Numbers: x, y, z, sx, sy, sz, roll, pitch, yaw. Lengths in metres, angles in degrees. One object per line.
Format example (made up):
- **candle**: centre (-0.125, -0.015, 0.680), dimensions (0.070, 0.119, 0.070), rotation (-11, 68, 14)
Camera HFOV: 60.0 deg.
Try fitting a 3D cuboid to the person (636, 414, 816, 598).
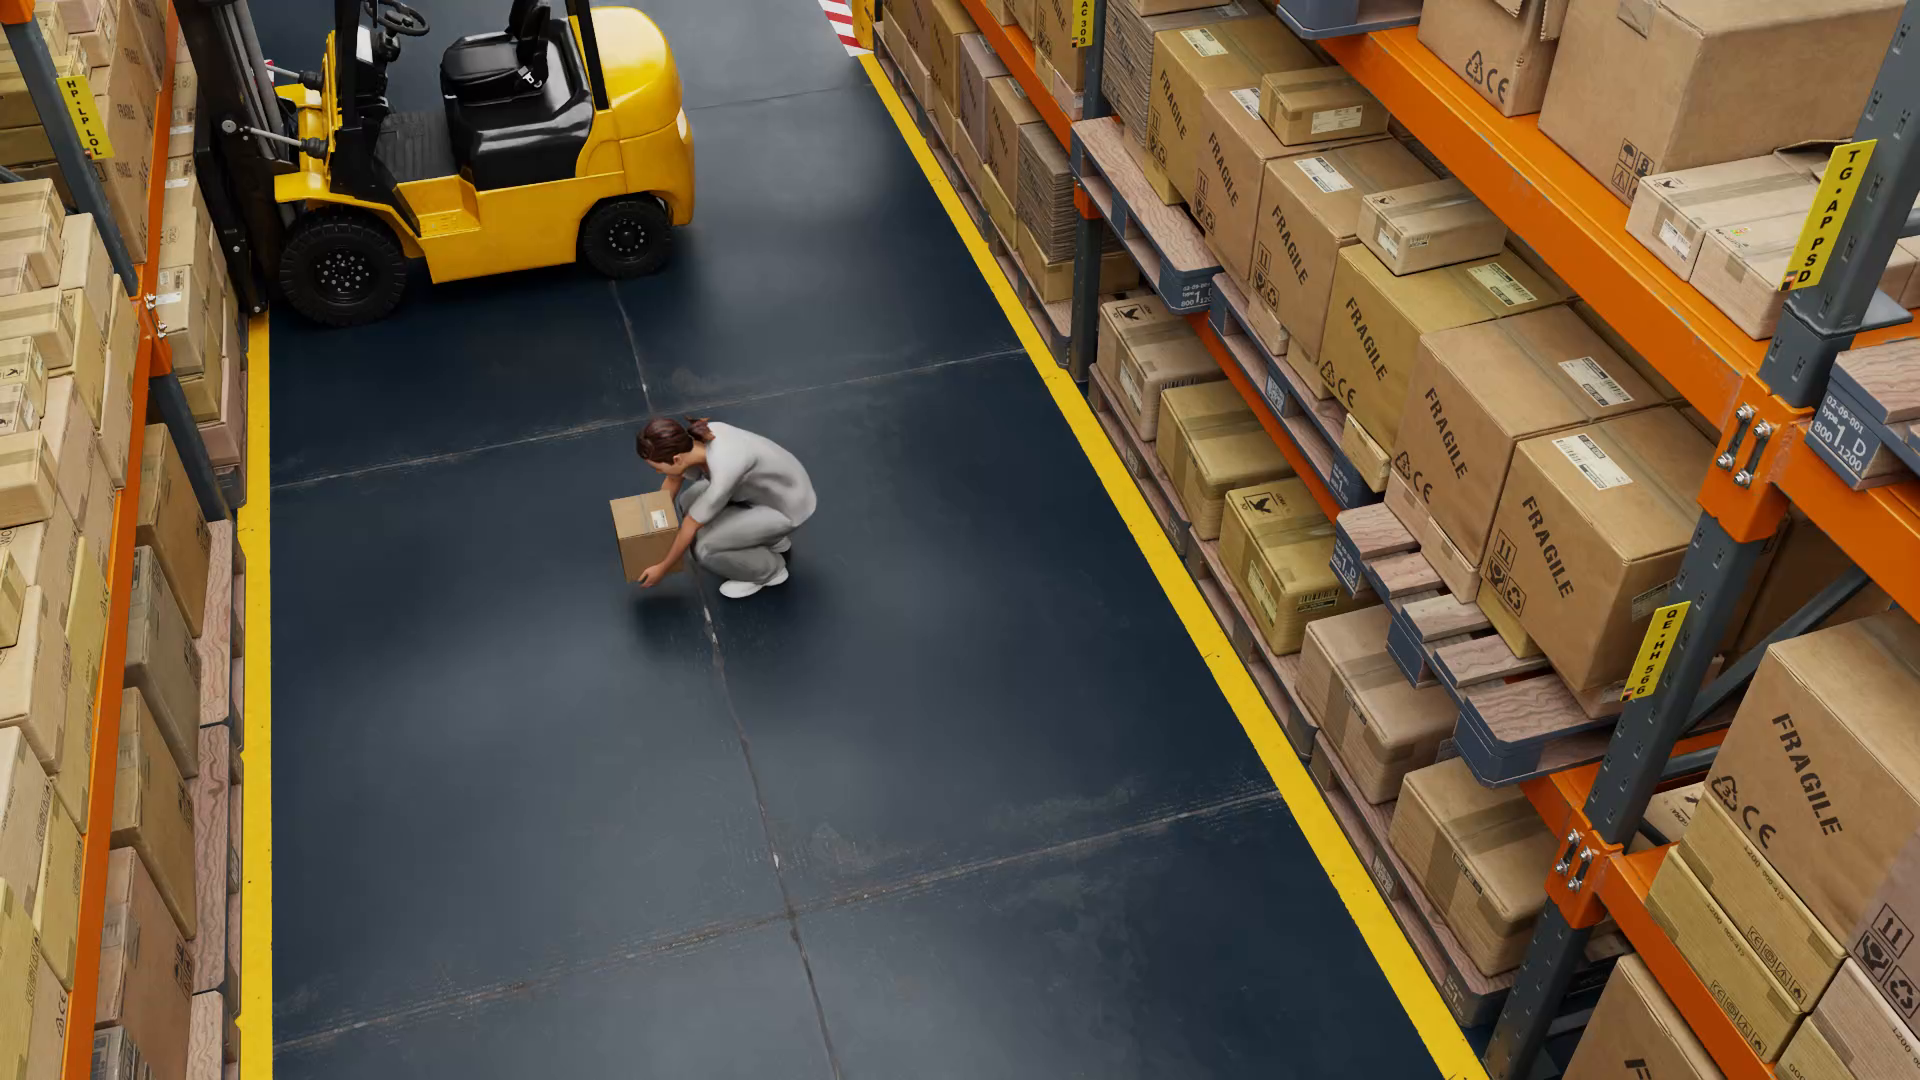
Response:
- **person**: centre (-0.999, -0.187, 6.919), dimensions (0.794, 0.939, 0.471), rotation (-12, 44, -13)
